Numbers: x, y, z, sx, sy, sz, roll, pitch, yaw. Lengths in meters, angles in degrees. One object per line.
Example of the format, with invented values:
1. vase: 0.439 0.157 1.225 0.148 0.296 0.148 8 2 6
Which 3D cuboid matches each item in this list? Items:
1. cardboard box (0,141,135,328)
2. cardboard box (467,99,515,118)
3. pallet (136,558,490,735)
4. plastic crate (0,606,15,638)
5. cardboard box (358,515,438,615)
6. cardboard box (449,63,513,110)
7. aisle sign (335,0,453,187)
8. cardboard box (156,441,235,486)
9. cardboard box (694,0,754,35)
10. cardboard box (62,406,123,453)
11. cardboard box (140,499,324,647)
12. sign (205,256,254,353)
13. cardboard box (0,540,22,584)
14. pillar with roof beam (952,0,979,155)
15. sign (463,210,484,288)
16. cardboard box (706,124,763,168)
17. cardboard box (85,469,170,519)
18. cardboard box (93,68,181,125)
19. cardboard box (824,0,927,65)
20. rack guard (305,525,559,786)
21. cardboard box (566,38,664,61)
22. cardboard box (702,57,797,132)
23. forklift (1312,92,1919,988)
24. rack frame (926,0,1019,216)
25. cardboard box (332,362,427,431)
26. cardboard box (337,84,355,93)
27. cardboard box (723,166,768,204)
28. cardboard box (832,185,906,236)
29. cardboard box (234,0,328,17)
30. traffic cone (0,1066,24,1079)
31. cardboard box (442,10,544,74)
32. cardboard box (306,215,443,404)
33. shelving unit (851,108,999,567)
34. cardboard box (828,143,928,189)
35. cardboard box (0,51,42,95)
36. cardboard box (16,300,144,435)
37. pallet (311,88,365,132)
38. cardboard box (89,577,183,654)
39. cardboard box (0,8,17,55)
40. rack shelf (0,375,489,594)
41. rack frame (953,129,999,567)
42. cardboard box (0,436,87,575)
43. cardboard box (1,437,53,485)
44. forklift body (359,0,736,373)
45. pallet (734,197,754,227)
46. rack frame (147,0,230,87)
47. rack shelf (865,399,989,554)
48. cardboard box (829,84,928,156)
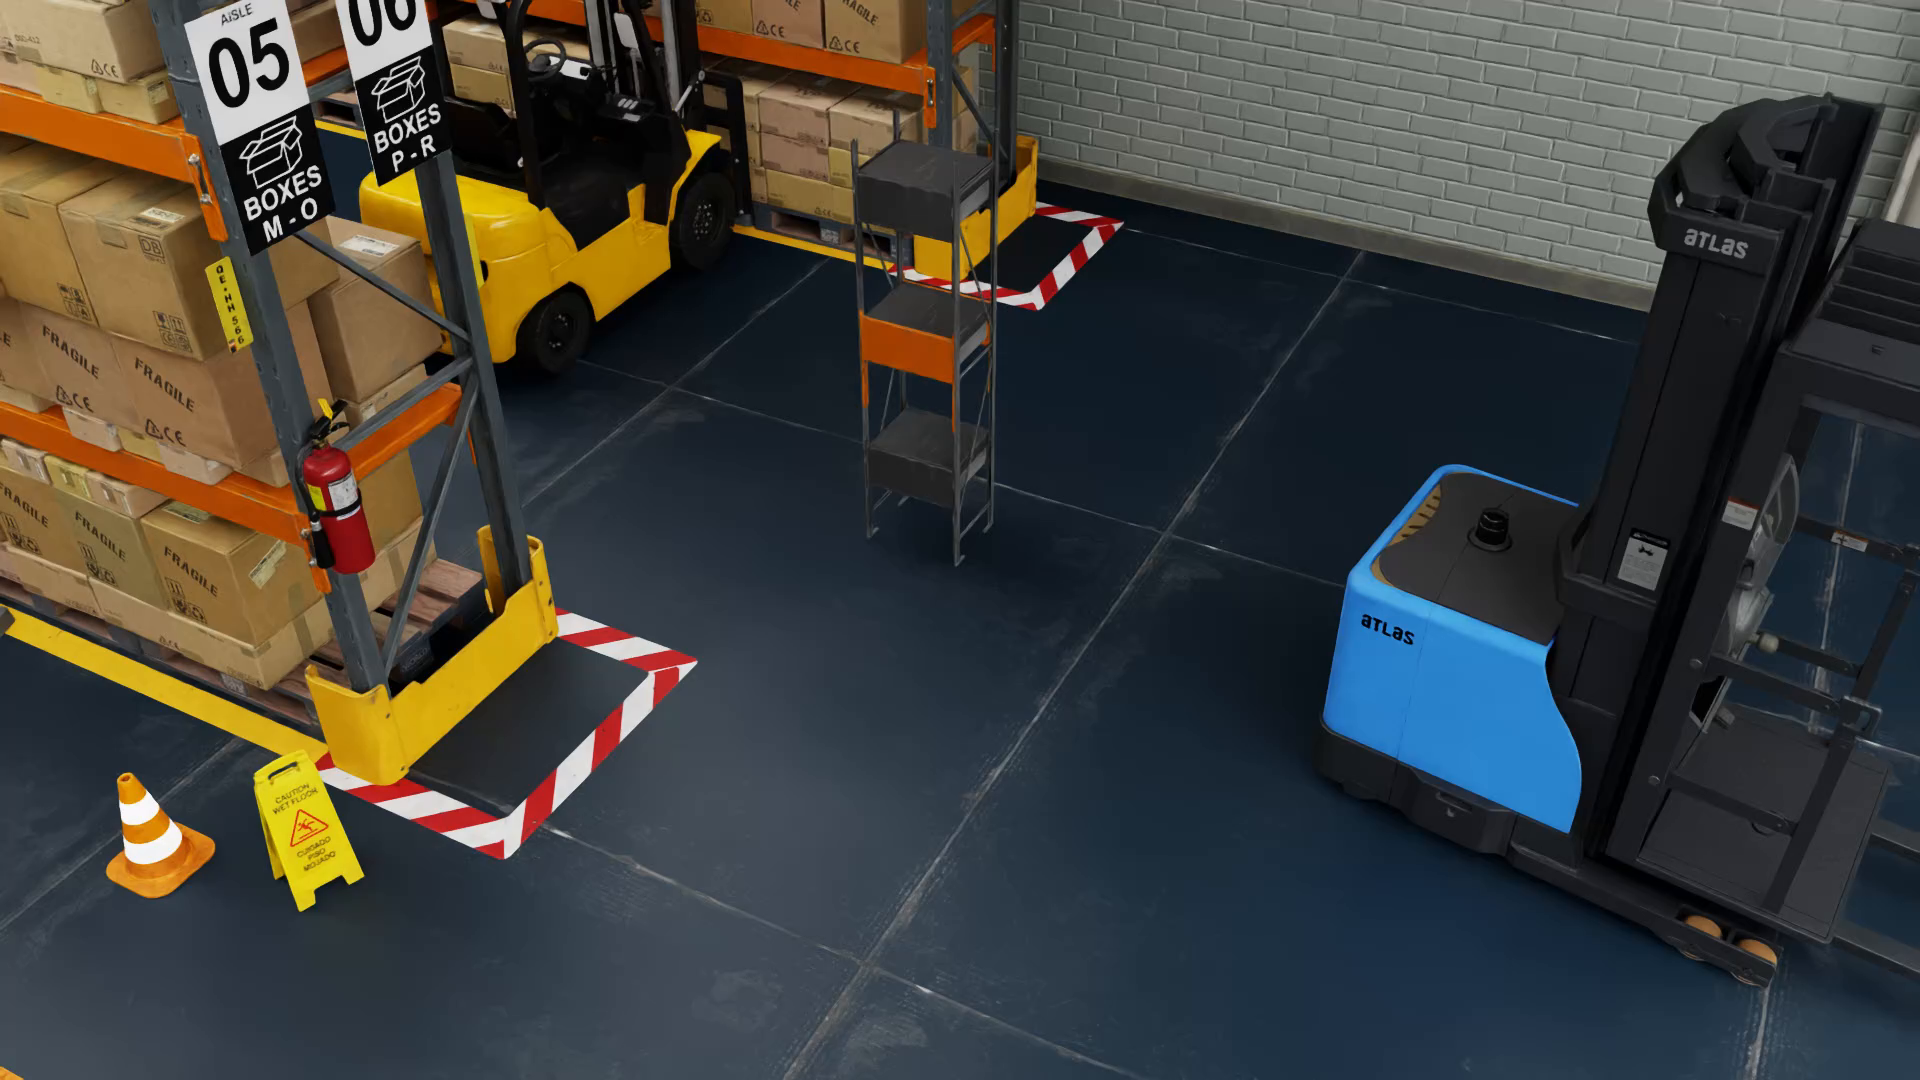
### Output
1. cardboard box: -3.191 -1.223 6.245 0.500 0.500 0.700 18 41 22
2. cardboard box: -3.186 -3.035 11.714 0.500 0.250 0.500 18 41 22
3. pallet: -2.963 0.347 7.637 1.213 0.211 1.003 17 41 21
4. plastic crate: -4.726 0.430 7.637 0.583 0.080 0.402 4 37 6
5. cardboard box: -2.780 0.058 7.639 0.500 0.250 0.500 17 40 21
6. cardboard box: -3.176 -3.246 11.579 0.500 0.250 0.500 17 40 21
7. aisle sign: -1.993 -1.682 5.854 0.004 0.787 0.394 17 41 21
8. cardboard box: -2.897 -0.397 6.520 0.250 0.149 0.380 17 40 21
9. cardboard box: -1.381 -3.490 10.304 0.500 0.500 0.500 17 40 21
10. cardboard box: -3.357 -0.535 6.702 0.250 0.149 0.380 18 41 22
11. cardboard box: -3.022 0.049 7.030 0.500 0.500 0.500 18 41 22
12. sign: -2.464 -0.792 5.613 0.005 0.325 0.100 17 41 21
13. cardboard box: -4.391 -0.084 7.826 0.500 0.250 0.500 17 40 21
14. pillar with roof beam: -2.095 -3.919 5.990 0.400 9.000 9.100 17 41 21
15. sign: -1.941 -1.133 6.566 0.005 0.325 0.100 17 41 21
16. cardboard box: -1.396 -2.679 10.832 0.500 0.250 0.500 16 40 20
17. cardboard box: -3.379 -0.275 6.921 0.250 0.149 0.380 19 41 23
18. cardboard box: -2.636 -1.541 5.546 0.250 0.149 0.380 18 41 22
19. cardboard box: -0.469 -3.199 9.920 0.500 0.500 0.500 16 40 21
20. rack guard: -2.258 0.477 7.227 0.348 0.500 1.175 17 41 21
21. cardboard box: -2.281 -3.163 11.056 0.500 0.250 0.500 19 41 23
22. cardboard box: -1.372 -2.868 10.667 0.500 0.250 0.500 18 41 22
23. forklift: 2.965 0.099 5.715 3.031 2.935 1.130 23 43 27
24. rack frame: 0.089 -3.163 9.956 0.127 3.000 1.000 17 41 21
25. cardboard box: -2.397 -0.603 6.791 0.250 0.149 0.380 18 41 22
26. cardboard box: -4.617 -3.856 12.485 0.625 0.625 0.875 17 40 21
27. cardboard box: -1.351 -2.484 10.987 0.500 0.250 0.500 18 41 22
28. cardboard box: -0.474 -2.196 10.609 0.500 0.250 0.500 18 41 22
29. cardboard box: -2.515 -2.034 5.865 0.500 0.250 0.500 17 40 21
30. traffic cone: -3.374 1.777 5.546 0.334 0.463 0.336 17 41 21
31. cardboard box: -3.178 -3.443 11.424 0.500 0.250 0.500 17 40 21
32. cardboard box: -2.484 -0.936 6.693 0.500 0.500 0.500 17 40 21
33. shelving unit: -0.147 -0.882 7.696 0.503 2.100 0.431 17 41 21
34. cardboard box: -0.487 -2.402 10.466 0.500 0.250 0.500 17 40 21
35. cardboard box: -3.092 -1.685 5.735 0.250 0.149 0.380 19 41 23
36. cardboard box: -3.242 -0.800 6.514 0.500 0.500 0.500 17 41 22
37. pallet: -4.135 -3.349 12.507 1.213 0.211 1.003 17 41 21
38. cardboard box: -3.488 0.202 7.449 0.500 0.250 0.500 18 41 22
39. cardboard box: -3.209 -1.896 5.684 0.500 0.250 0.500 17 40 21
40. rack shelf: -3.967 -0.767 7.394 4.000 0.370 1.077 17 41 21
41. rack frame: 0.070 -0.815 7.606 0.015 2.100 0.400 17 41 21
42. cardboard box: -3.932 -0.238 7.409 0.500 0.500 0.500 16 40 20
43. cardboard box: -3.834 -0.421 7.113 0.250 0.149 0.380 19 41 23
44. forklift body: -2.434 -2.373 9.617 1.214 2.155 2.313 17 41 21
45. pallet: -1.689 -2.583 11.497 1.213 0.211 1.003 17 41 21
46. rack frame: -2.191 -2.887 4.630 0.127 3.000 1.000 17 41 21
47. rack shelf: -0.147 -0.314 8.127 0.480 0.518 0.431 17 41 21
48. cardboard box: -0.464 -2.594 10.306 0.500 0.250 0.500 19 41 23
